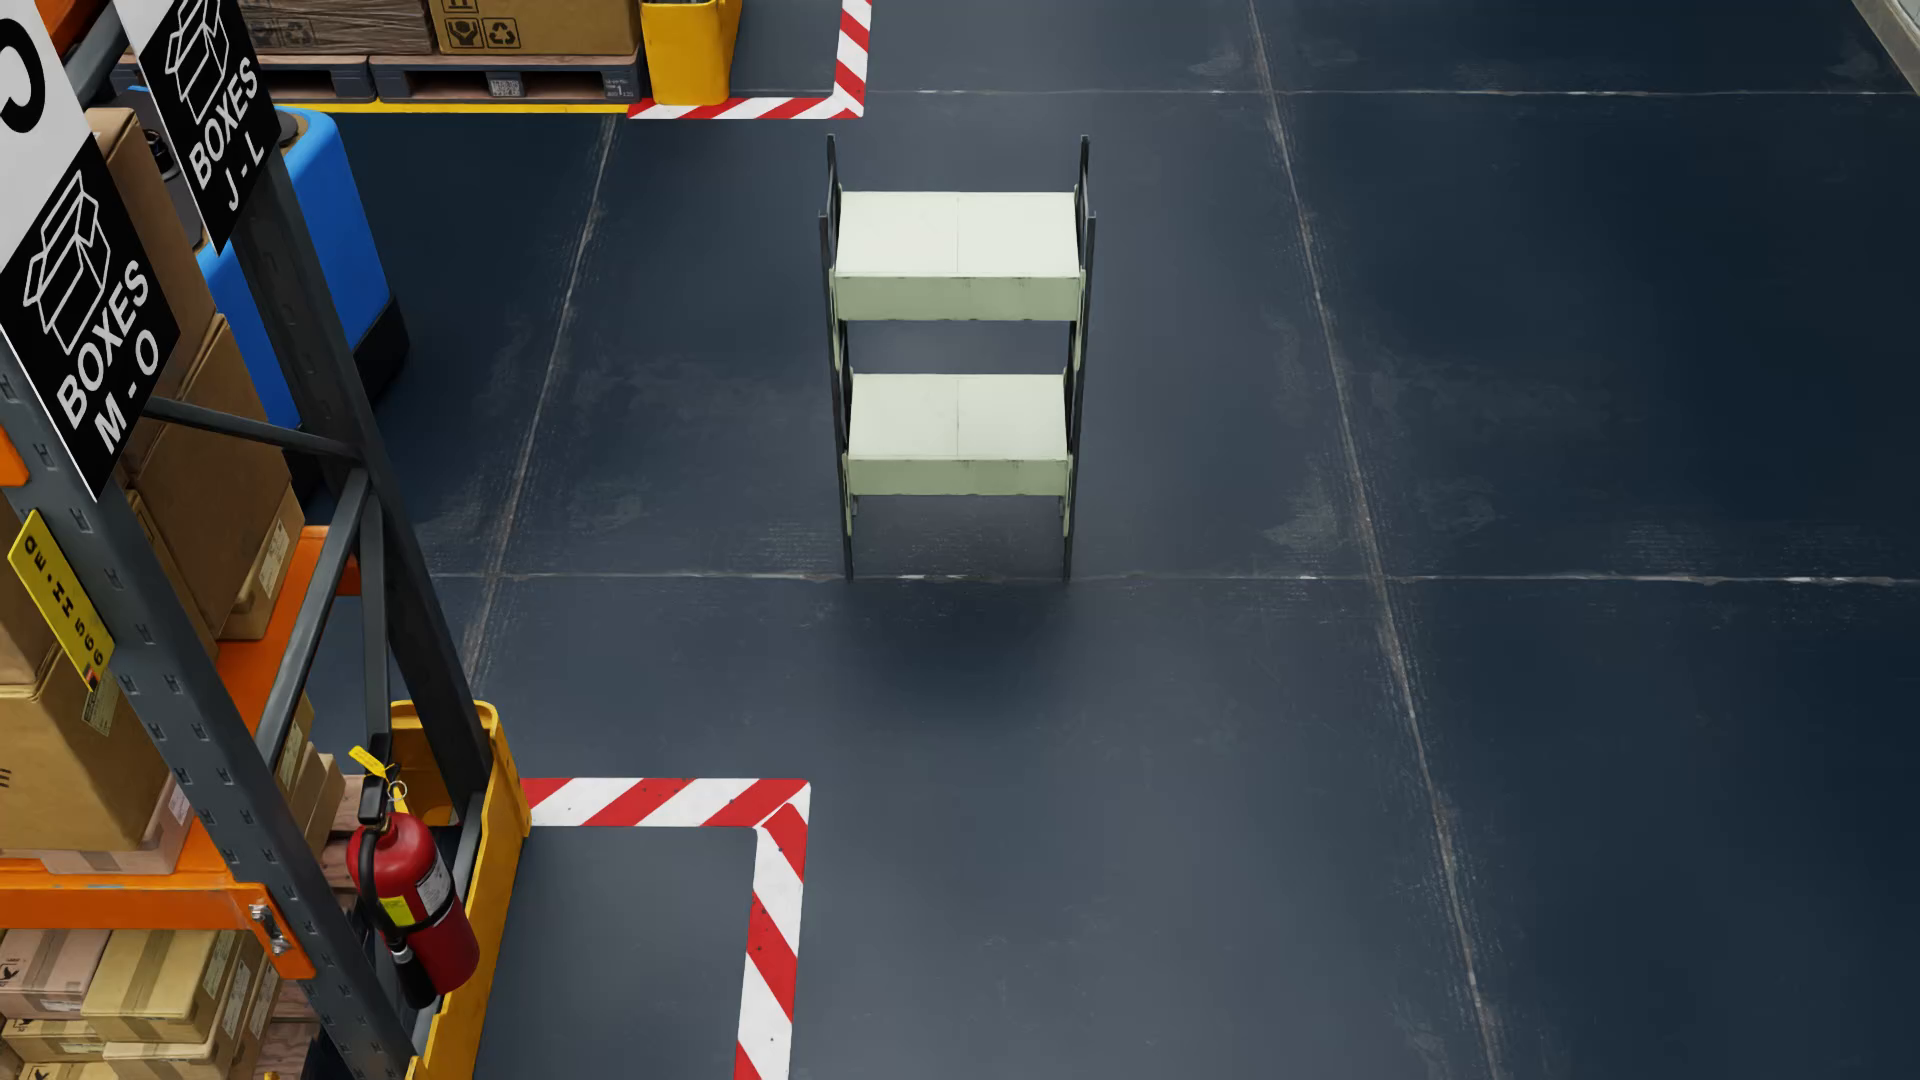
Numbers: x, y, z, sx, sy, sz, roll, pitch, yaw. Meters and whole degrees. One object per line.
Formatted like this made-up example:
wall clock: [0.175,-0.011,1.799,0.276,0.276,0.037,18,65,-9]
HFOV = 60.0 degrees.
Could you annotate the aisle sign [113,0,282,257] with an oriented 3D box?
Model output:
aisle sign: [-1.305,-0.909,2.771,0.004,0.787,0.394,0,47,0]

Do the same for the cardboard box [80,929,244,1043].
cardboard box: [-1.909,1.005,4.019,0.250,0.149,0.380,1,47,1]

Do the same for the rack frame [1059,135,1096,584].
rack frame: [0.359,-0.510,5.200,0.023,1.500,0.400,0,47,0]

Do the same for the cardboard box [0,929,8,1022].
cardboard box: [-2.420,1.055,3.973,0.250,0.149,0.380,-1,47,-1]

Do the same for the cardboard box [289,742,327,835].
cardboard box: [-1.902,0.733,4.476,0.250,0.149,0.380,2,47,2]

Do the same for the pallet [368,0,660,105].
pallet: [-2.059,-2.429,7.867,1.213,0.211,1.003,0,47,0]

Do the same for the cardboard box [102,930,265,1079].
cardboard box: [-1.908,1.130,4.106,0.250,0.149,0.380,-1,47,-1]

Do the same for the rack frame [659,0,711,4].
rack frame: [-1.259,-3.435,6.898,0.127,3.000,1.000,0,47,0]

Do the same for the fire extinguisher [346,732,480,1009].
fire extinguisher: [-1.129,0.688,3.368,0.183,0.674,0.296,0,47,0]

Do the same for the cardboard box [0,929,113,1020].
cardboard box: [-2.160,0.963,4.059,0.250,0.149,0.380,1,47,1]

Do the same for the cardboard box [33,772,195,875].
cardboard box: [-1.706,0.487,3.419,0.250,0.149,0.380,0,47,0]

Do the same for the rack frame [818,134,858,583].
rack frame: [-0.373,-0.512,5.202,0.023,1.500,0.400,0,47,0]

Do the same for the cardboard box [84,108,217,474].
cardboard box: [-1.827,-0.476,3.189,0.500,0.500,0.500,0,47,0]

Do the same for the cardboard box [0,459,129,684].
cardboard box: [-1.837,-0.100,2.839,0.500,0.500,0.500,-1,47,-1]

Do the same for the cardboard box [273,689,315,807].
cardboard box: [-1.901,0.571,4.423,0.250,0.149,0.380,-2,47,-2]

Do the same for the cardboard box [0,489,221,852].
cardboard box: [-1.829,0.247,3.199,0.500,0.500,0.500,1,47,1]

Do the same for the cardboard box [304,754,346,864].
cardboard box: [-1.901,0.788,4.628,0.250,0.149,0.380,1,47,1]

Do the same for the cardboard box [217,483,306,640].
cardboard box: [-1.701,0.041,3.835,0.250,0.149,0.380,0,47,0]

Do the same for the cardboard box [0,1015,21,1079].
cardboard box: [-2.427,1.130,4.107,0.250,0.149,0.380,-2,47,-1]

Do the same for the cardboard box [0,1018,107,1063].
cardboard box: [-2.169,1.090,4.144,0.250,0.149,0.380,-1,47,-1]

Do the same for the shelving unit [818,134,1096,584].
shelving unit: [-0.007,-0.511,5.201,0.755,1.500,0.431,0,47,0]

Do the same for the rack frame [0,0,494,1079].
rack frame: [-1.379,0.196,3.519,0.127,3.000,1.000,0,47,0]

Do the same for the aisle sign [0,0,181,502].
aisle sign: [-1.307,-0.470,2.362,0.004,0.787,0.394,0,47,0]

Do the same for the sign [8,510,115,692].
sign: [-1.401,0.100,2.601,0.005,0.325,0.100,0,47,0]

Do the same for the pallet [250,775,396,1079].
pallet: [-2.267,1.117,4.566,1.213,0.211,1.003,0,47,0]

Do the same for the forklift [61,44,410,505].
forklift: [-3.670,-1.619,5.255,3.031,2.935,1.130,10,48,9]

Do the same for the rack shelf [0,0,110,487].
rack shelf: [-3.379,-0.587,2.689,4.000,0.370,1.077,0,47,0]

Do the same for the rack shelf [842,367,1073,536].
rack shelf: [-0.007,-0.289,5.440,0.720,0.370,0.431,0,47,0]

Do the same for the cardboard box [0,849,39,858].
cardboard box: [-1.954,0.459,3.445,0.250,0.149,0.380,0,47,0]

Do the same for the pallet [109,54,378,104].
pallet: [-3.276,-2.435,7.872,1.213,0.211,1.003,0,47,0]

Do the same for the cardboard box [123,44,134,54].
cardboard box: [-3.699,-2.802,7.473,0.875,0.875,0.875,0,47,0]

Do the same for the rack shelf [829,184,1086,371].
rack shelf: [-0.007,-0.777,4.915,0.720,0.370,0.431,0,47,0]

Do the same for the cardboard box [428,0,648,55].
cardboard box: [-1.899,-2.797,7.469,0.875,0.875,0.875,0,47,0]

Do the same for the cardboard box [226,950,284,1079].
cardboard box: [-1.906,1.175,4.268,0.250,0.149,0.380,1,47,1]

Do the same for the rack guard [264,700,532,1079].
rack guard: [-1.455,1.047,4.434,0.348,0.500,1.175,0,47,0]

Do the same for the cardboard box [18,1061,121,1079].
cardboard box: [-2.163,1.249,4.199,0.250,0.149,0.380,1,47,1]

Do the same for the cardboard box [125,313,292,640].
cardboard box: [-1.827,-0.143,3.562,0.500,0.500,0.500,2,47,2]

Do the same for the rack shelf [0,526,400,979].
rack shelf: [-3.379,0.435,3.787,4.000,0.370,1.077,0,47,0]

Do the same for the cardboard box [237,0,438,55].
cardboard box: [-2.809,-2.799,7.471,0.875,0.875,0.875,0,47,0]

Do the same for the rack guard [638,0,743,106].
rack guard: [-1.235,-2.583,7.813,0.348,0.500,1.175,0,47,0]

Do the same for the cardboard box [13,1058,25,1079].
cardboard box: [-2.427,1.185,4.259,0.250,0.149,0.380,0,47,0]
